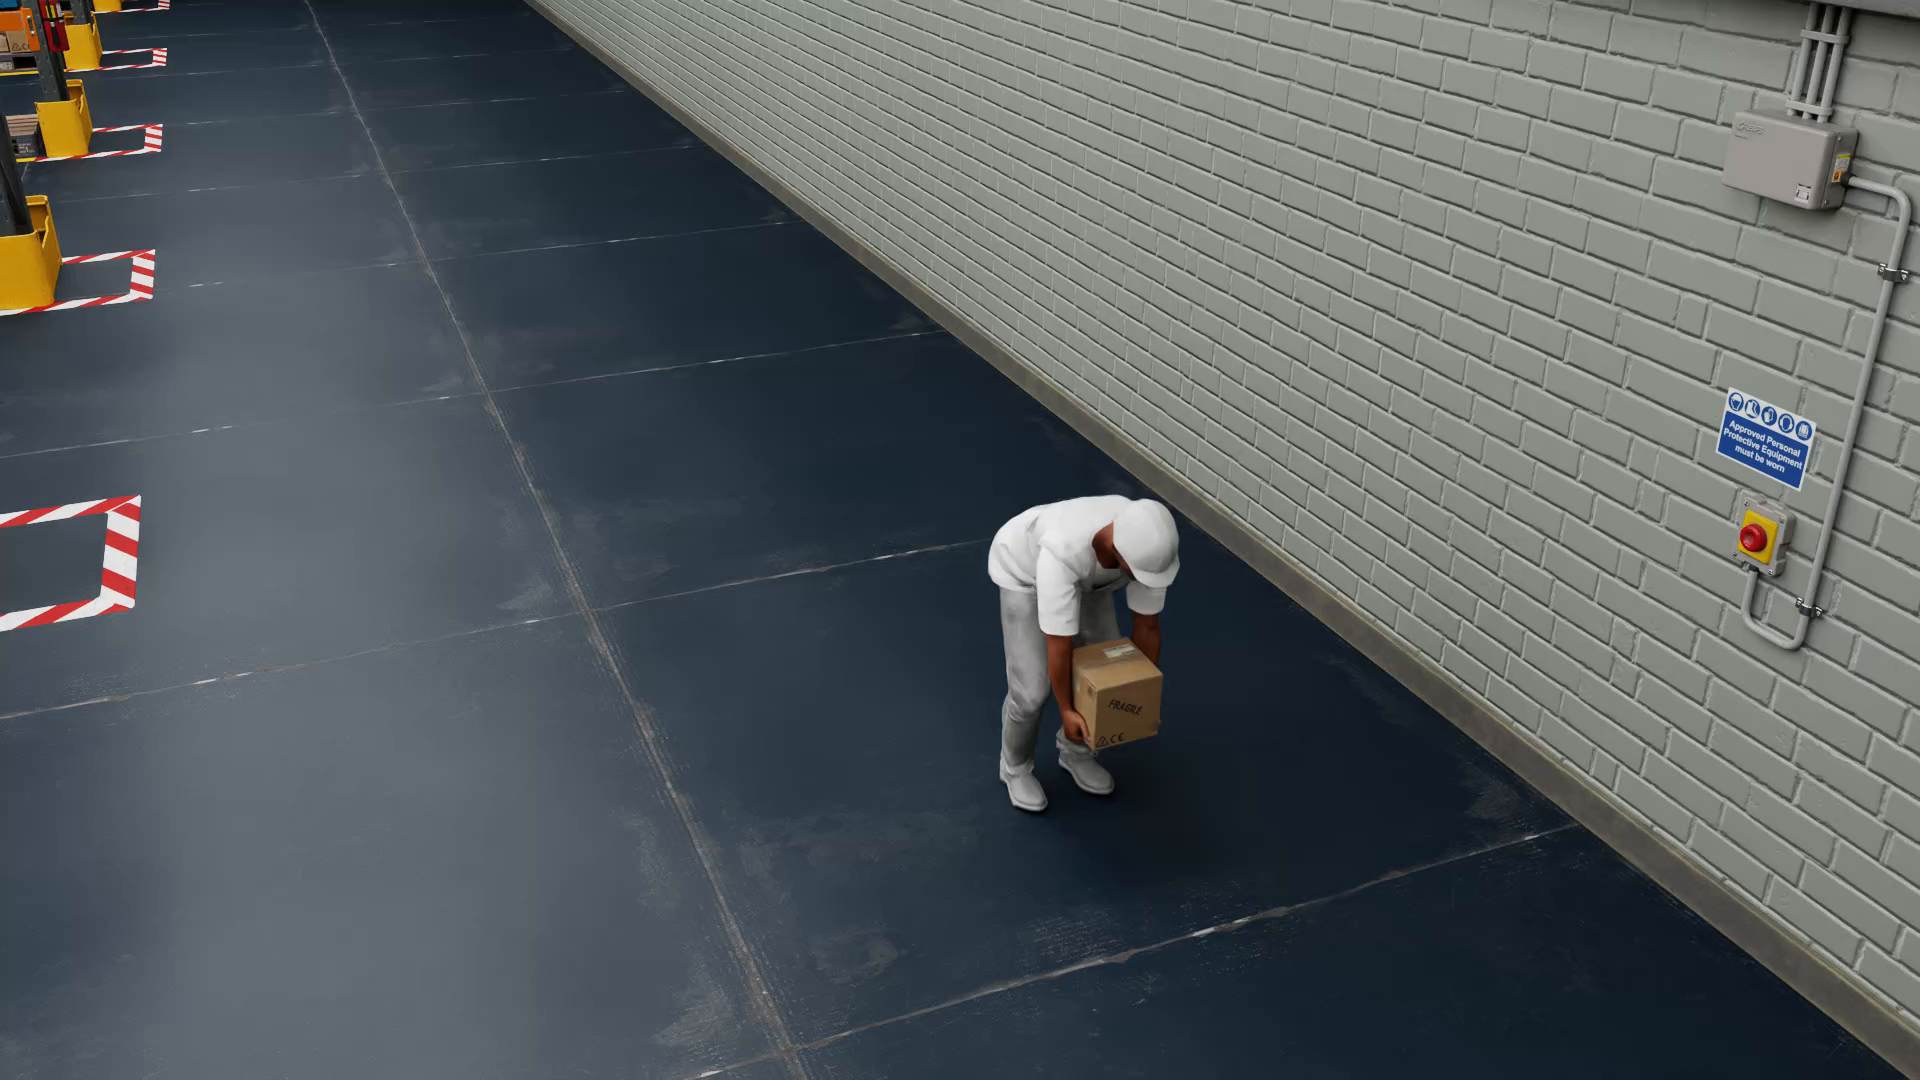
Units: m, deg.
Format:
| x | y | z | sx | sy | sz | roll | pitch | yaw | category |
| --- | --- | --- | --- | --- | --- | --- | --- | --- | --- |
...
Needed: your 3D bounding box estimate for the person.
| x | y | z | sx | sy | sz | roll | pitch | yaw | category |
| --- | --- | --- | --- | --- | --- | --- | --- | --- | --- |
| 0.447 | 0.367 | 5.768 | 0.490 | 1.376 | 0.898 | -11 | 28 | -22 | person |
